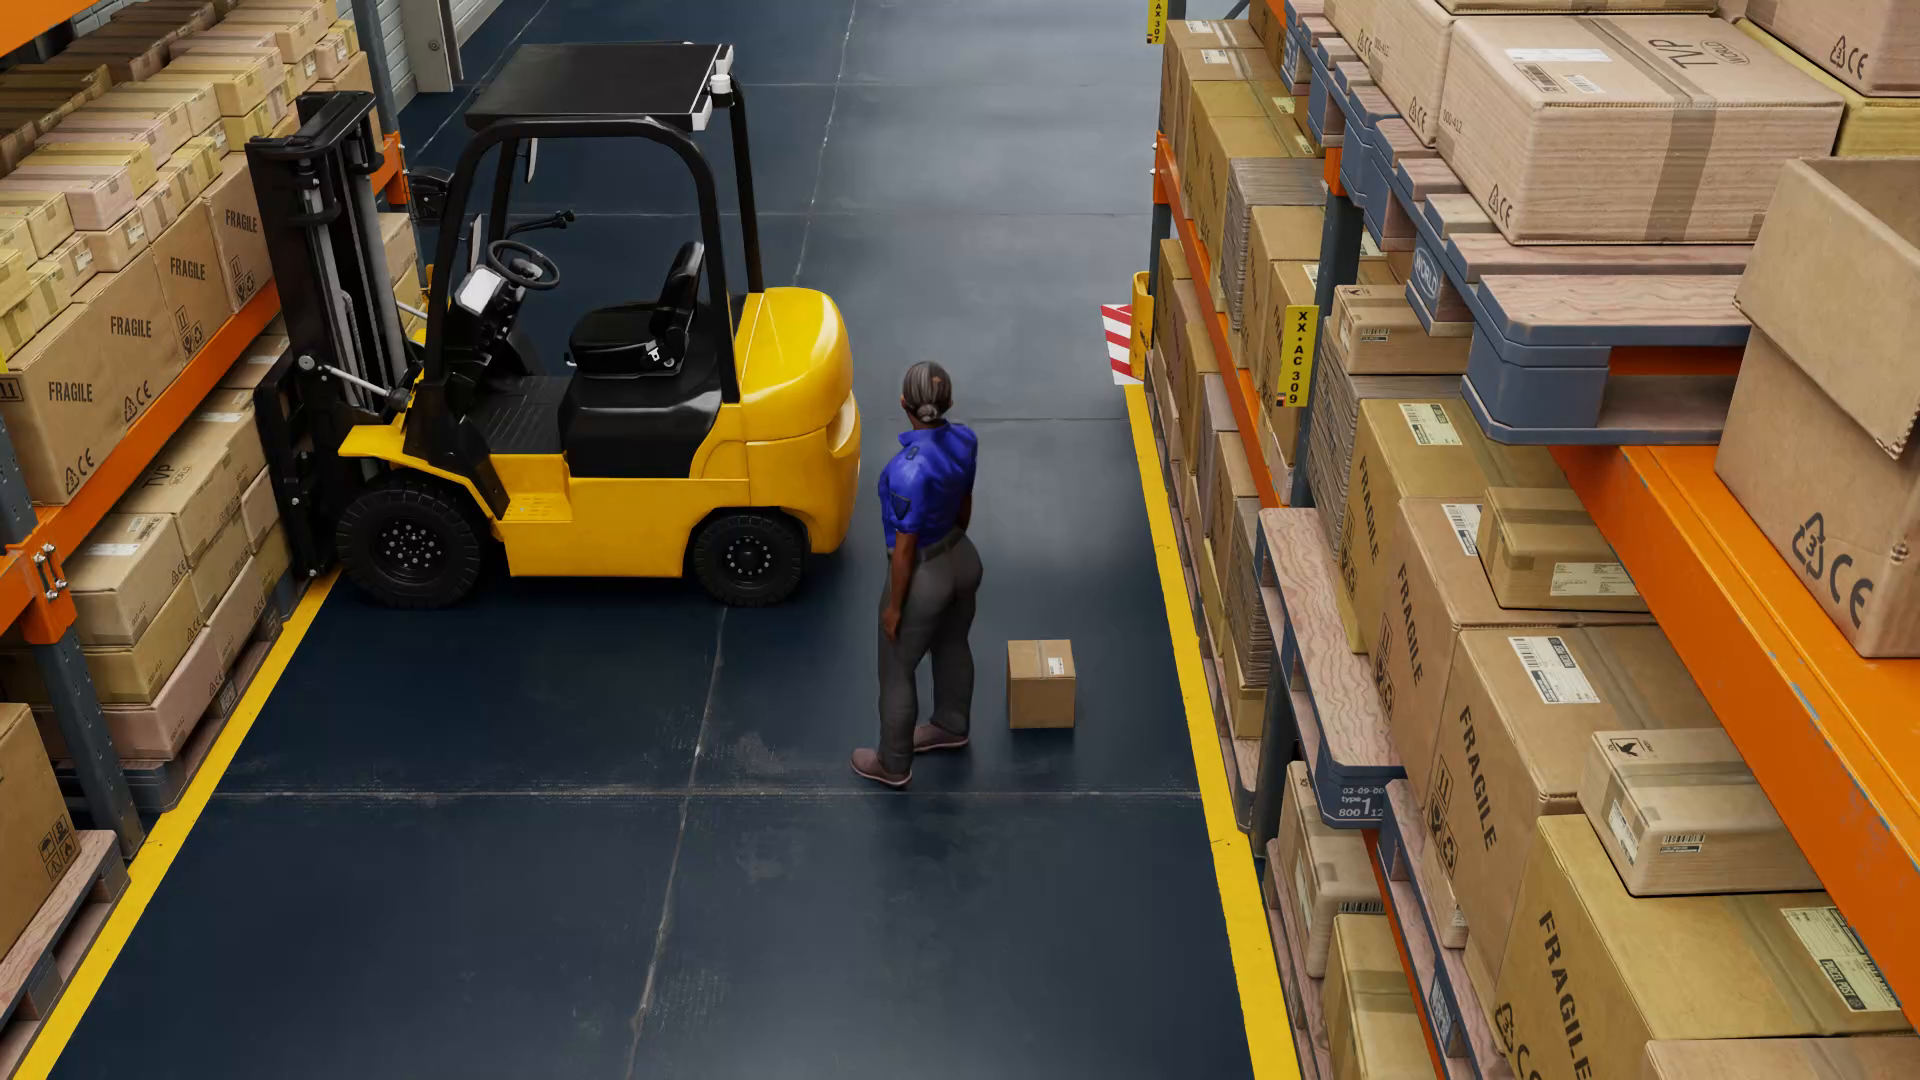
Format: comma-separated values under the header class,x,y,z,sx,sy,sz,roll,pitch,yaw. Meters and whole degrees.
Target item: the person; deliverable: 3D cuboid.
class,x,y,z,sx,sy,sz,roll,pitch,yaw
person,-0.148,0.125,5.933,0.413,1.678,0.496,22,38,31
